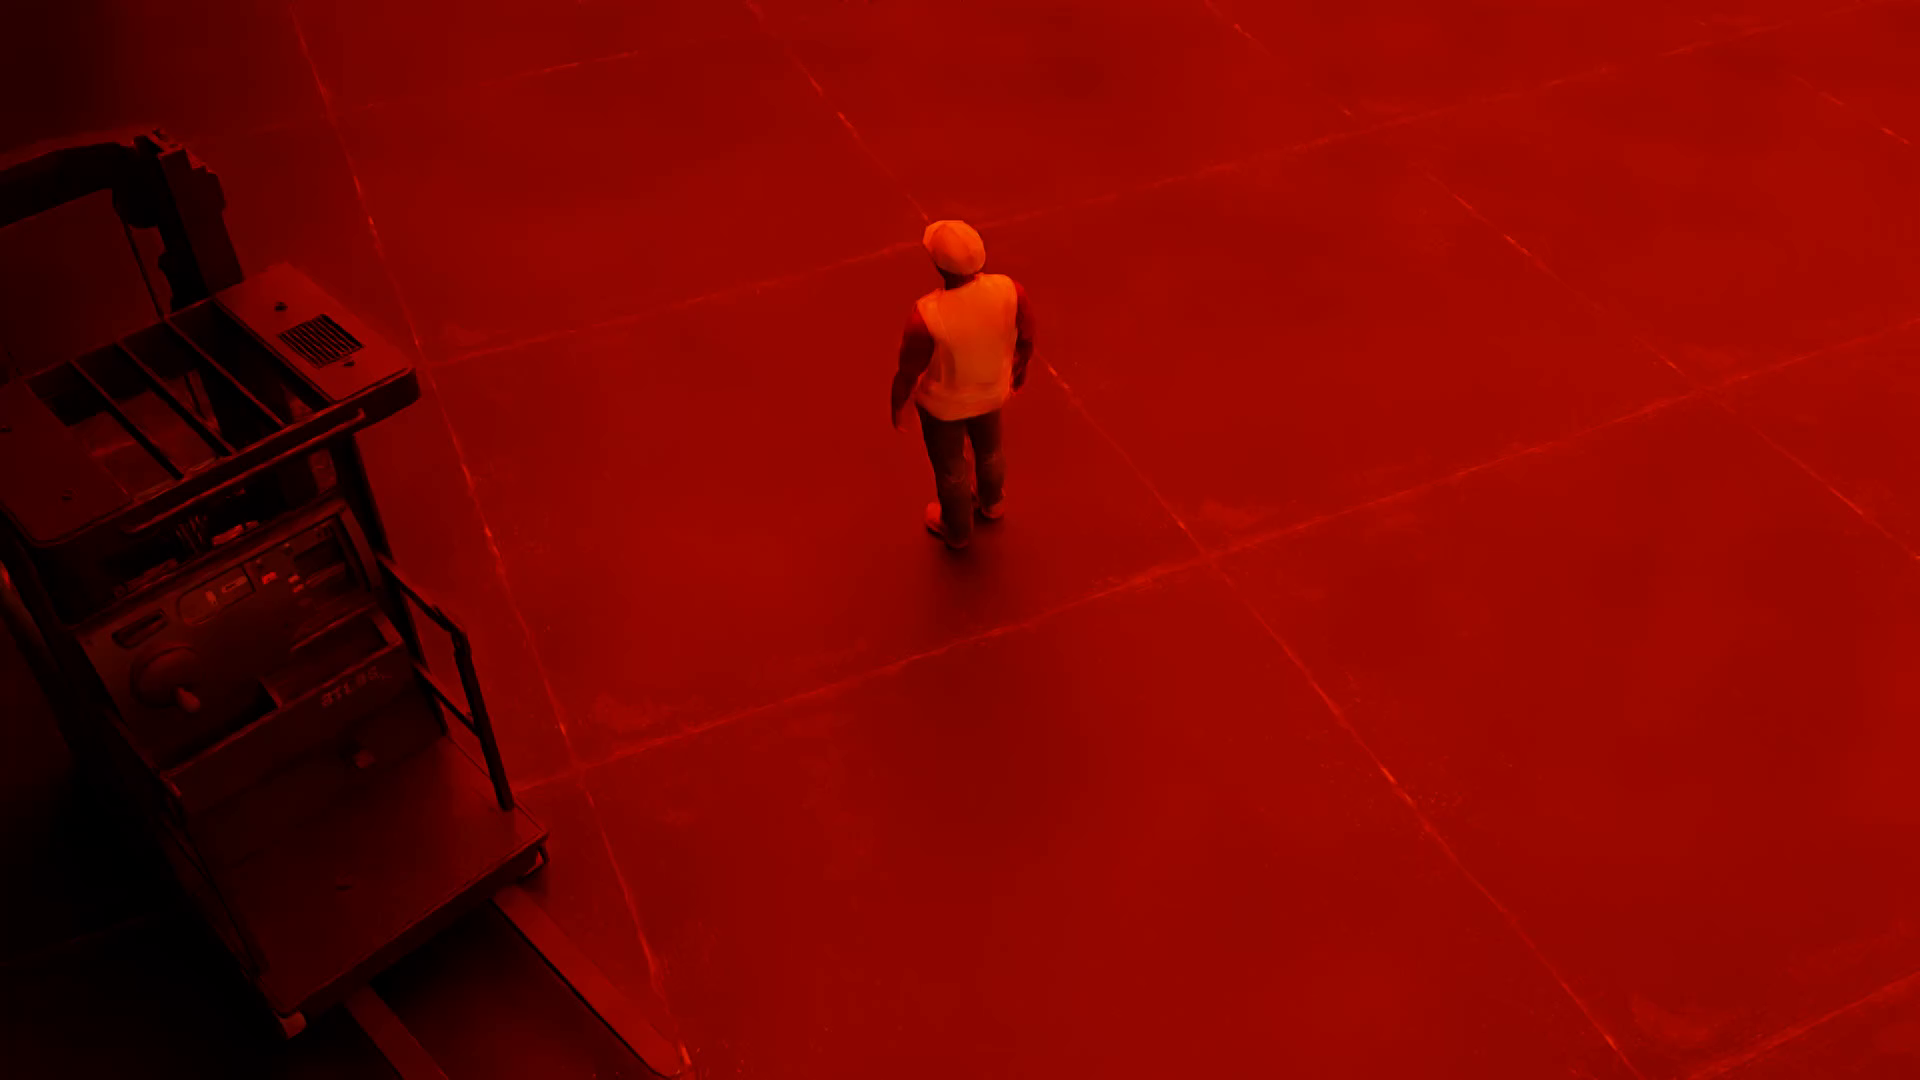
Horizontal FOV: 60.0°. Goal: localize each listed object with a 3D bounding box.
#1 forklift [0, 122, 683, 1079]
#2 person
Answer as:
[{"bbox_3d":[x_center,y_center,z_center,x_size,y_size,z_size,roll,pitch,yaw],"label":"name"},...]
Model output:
[{"bbox_3d":[-2.236,0.296,5.362,1.130,2.935,3.031,-34,53,-31],"label":"forklift"},{"bbox_3d":[-0.024,-0.695,7.269,0.665,1.766,0.576,-18,46,-18],"label":"person"}]
